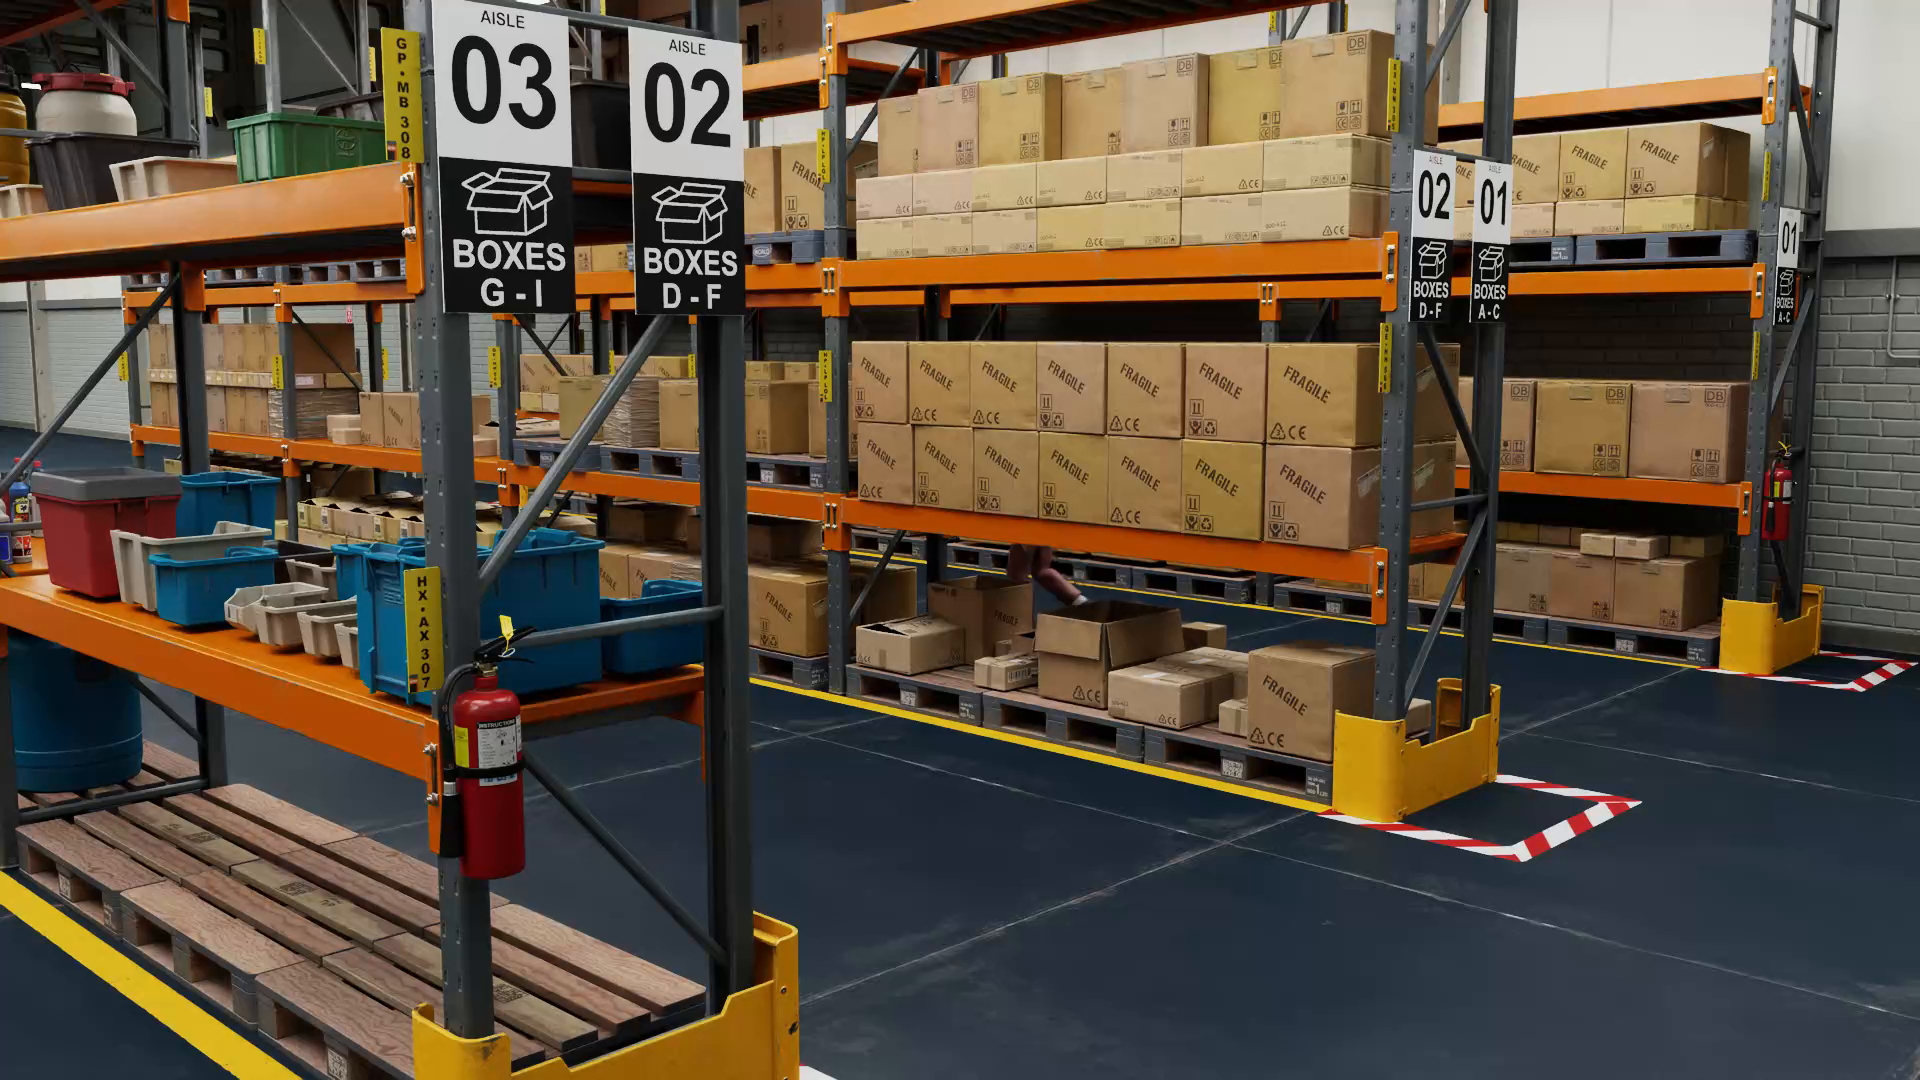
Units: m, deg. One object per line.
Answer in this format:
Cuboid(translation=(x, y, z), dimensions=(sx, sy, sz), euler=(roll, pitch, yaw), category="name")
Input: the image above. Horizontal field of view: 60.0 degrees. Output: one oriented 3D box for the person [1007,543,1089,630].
Cuboid(translation=(0.639, -0.084, 12.844), dimensions=(0.769, 1.649, 0.457), euler=(5, 9, 37), category="person")
